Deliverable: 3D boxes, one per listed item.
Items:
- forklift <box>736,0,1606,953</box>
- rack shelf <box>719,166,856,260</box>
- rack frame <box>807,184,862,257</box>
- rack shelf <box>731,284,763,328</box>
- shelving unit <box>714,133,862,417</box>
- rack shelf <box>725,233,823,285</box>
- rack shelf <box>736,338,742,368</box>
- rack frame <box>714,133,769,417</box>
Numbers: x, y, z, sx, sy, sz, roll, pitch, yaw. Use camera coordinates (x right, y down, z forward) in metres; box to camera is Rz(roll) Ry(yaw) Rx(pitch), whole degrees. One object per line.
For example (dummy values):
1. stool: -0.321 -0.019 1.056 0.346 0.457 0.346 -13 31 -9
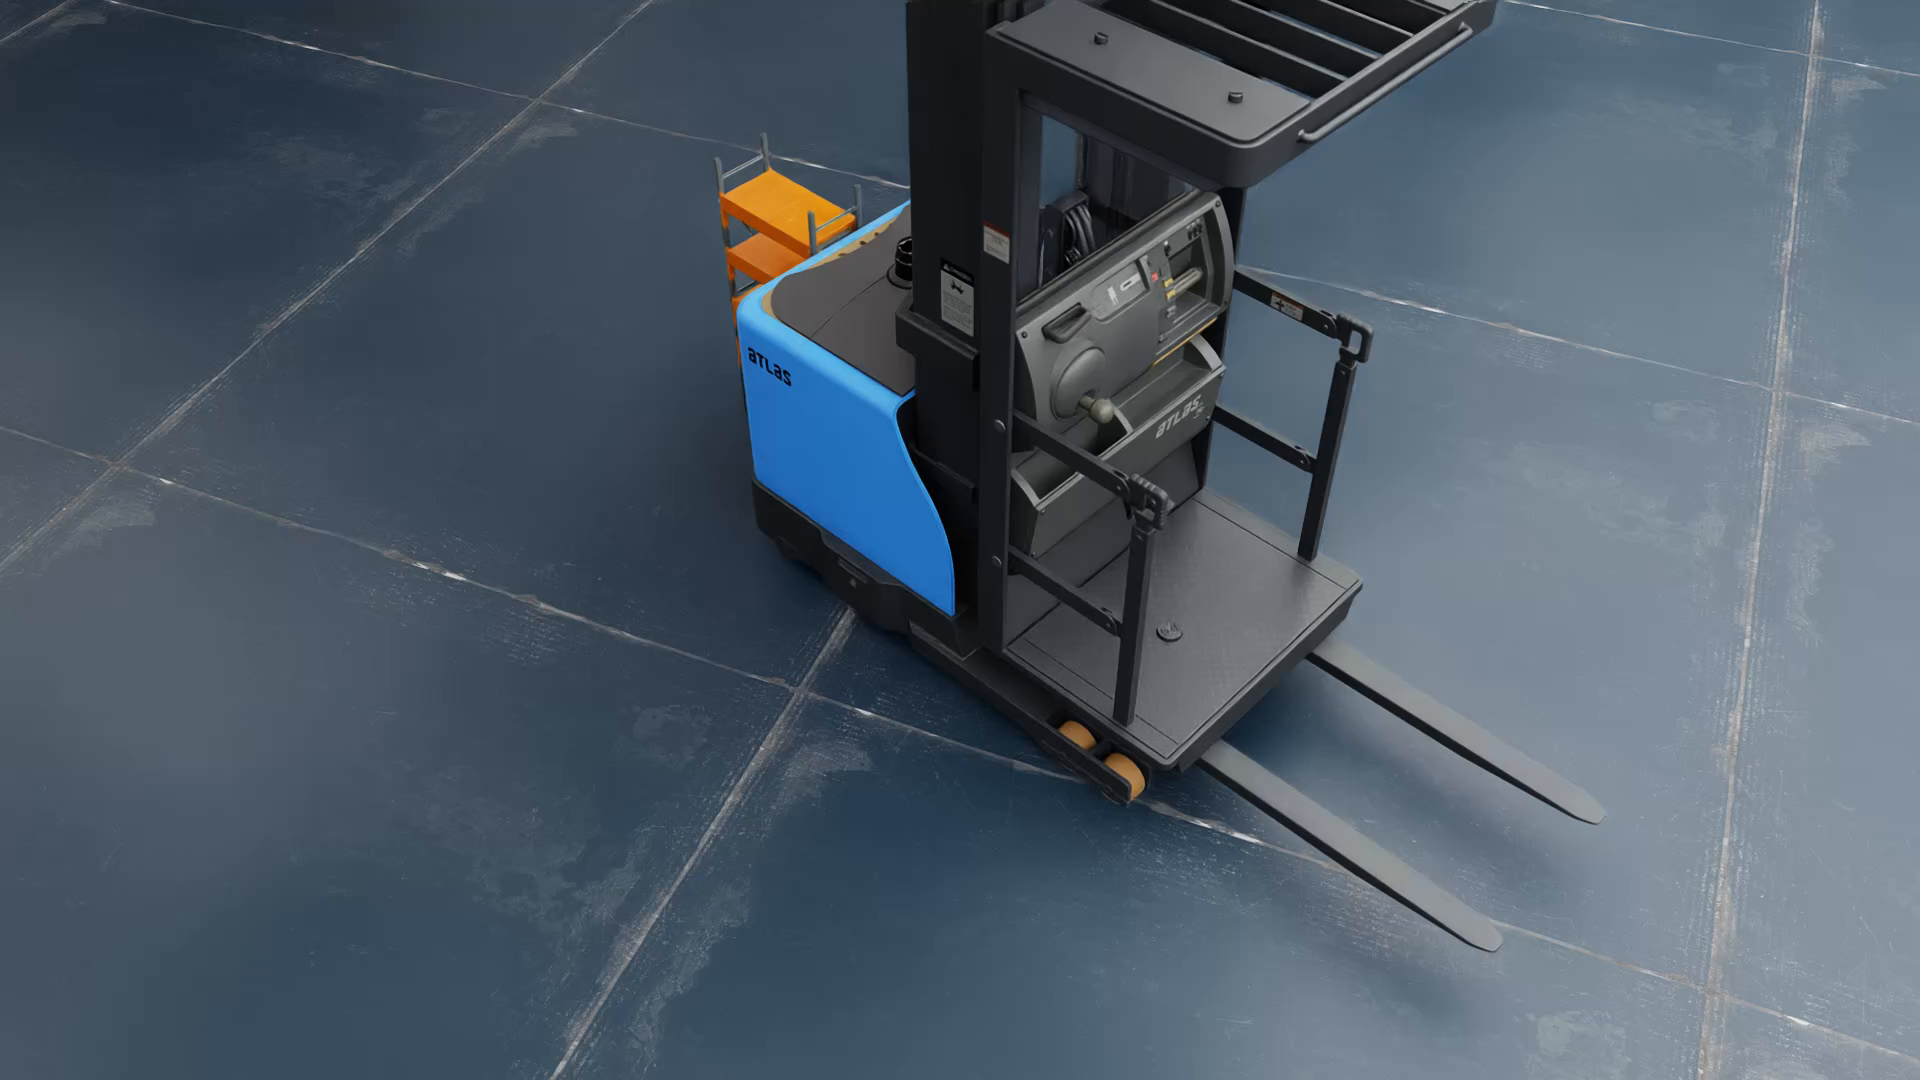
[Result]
1. forklift: 0.653 -0.605 4.780 3.031 2.935 1.130 34 54 29
2. rack shelf: -0.611 -1.148 5.996 0.480 0.148 0.258 34 54 29
3. rack frame: -0.434 -0.751 6.154 0.015 1.200 0.240 34 54 29
4. rack shelf: -0.611 -0.822 6.320 0.480 0.148 0.258 34 54 29
5. shelving unit: -0.611 -0.869 6.273 0.503 1.200 0.258 34 54 29
6. rack shelf: -0.611 -0.980 6.163 0.480 0.148 0.258 34 54 29
7. rack shelf: -0.611 -0.681 6.461 0.480 0.148 0.258 34 54 29
8. rack frame: -0.789 -0.987 6.392 0.015 1.200 0.240 34 54 29
